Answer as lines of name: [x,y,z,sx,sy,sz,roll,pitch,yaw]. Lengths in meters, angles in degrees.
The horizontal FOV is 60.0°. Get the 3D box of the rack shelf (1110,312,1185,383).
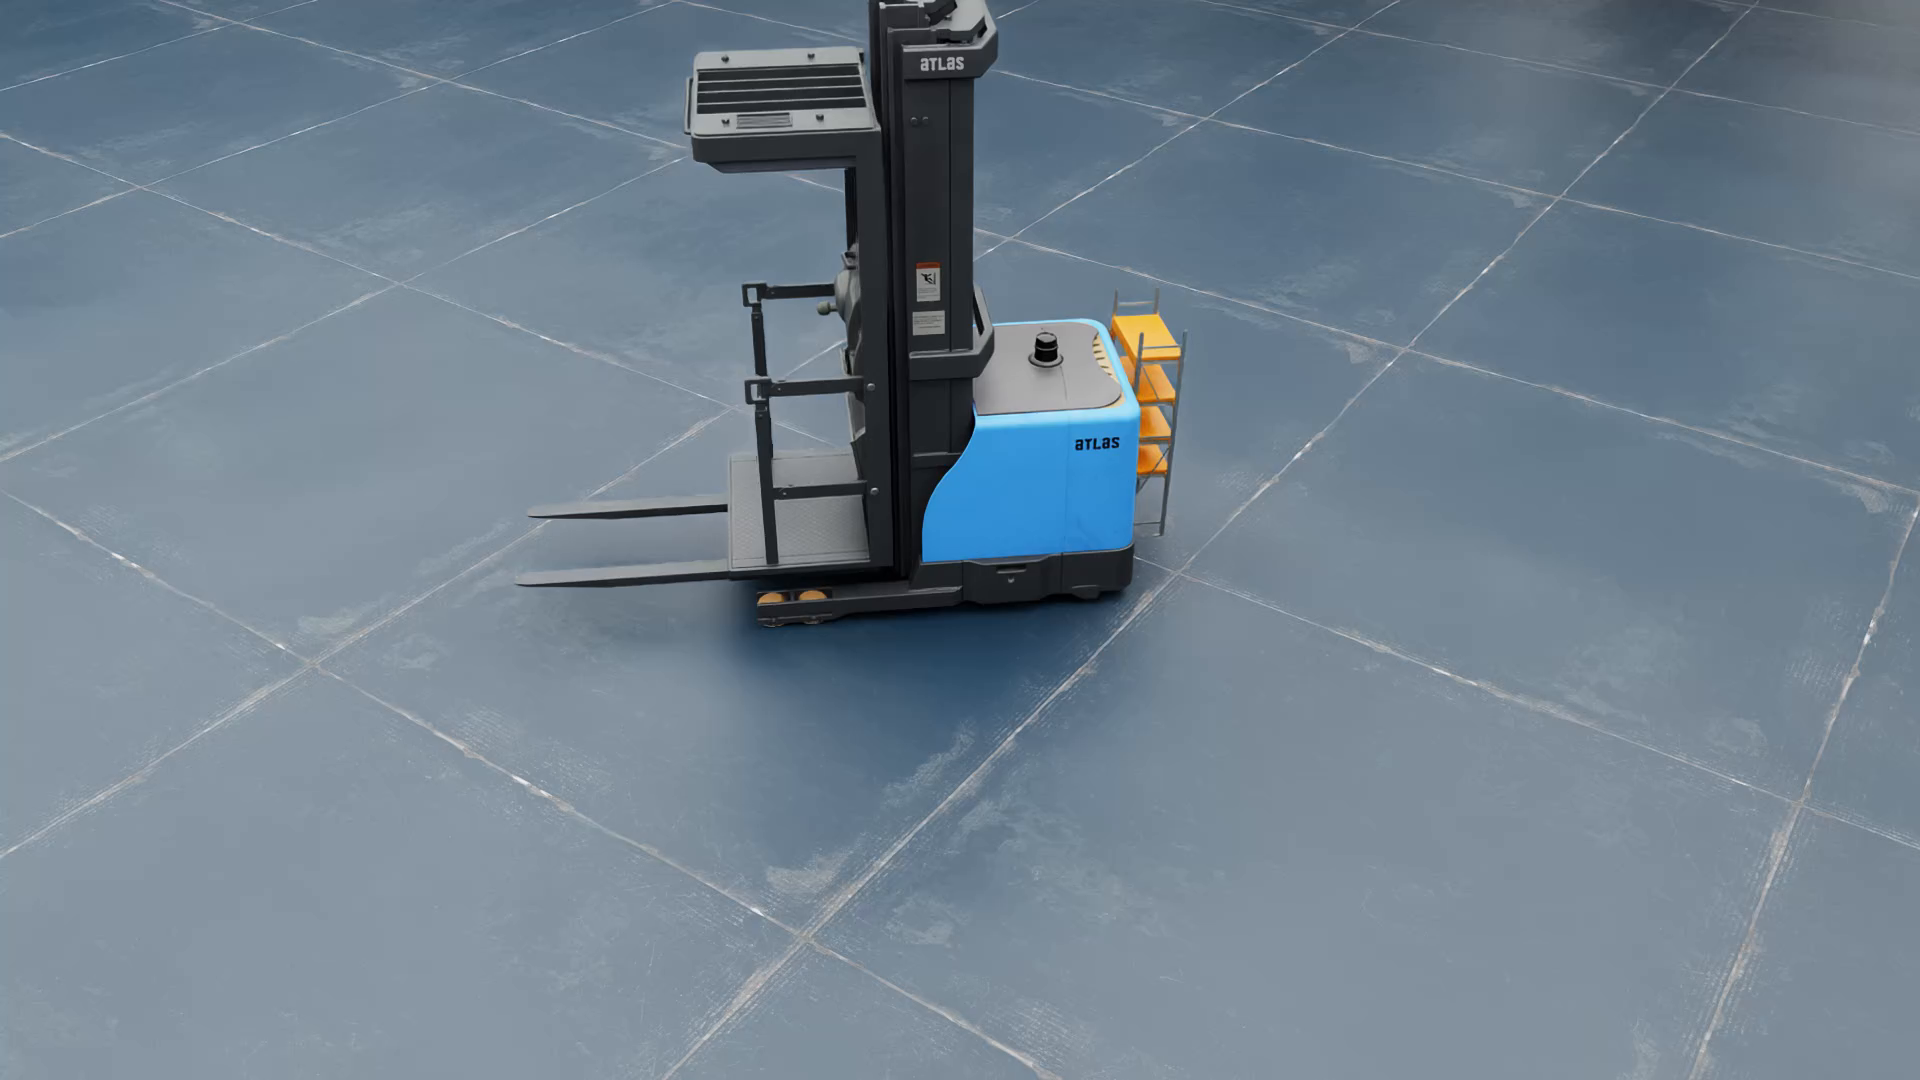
rack shelf: [0.943,-0.978,8.416,0.258,0.148,0.480,-4,34,-9]

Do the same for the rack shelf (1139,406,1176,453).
rack shelf: [0.929,-0.595,8.672,0.258,0.148,0.480,-4,34,-9]

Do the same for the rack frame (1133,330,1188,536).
rack frame: [0.974,-0.516,8.435,0.240,1.200,0.015,-4,34,-9]

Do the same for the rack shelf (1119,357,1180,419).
rack shelf: [0.936,-0.781,8.547,0.258,0.148,0.480,-4,34,-9]

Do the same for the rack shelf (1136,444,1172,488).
rack shelf: [0.923,-0.430,8.782,0.258,0.148,0.480,-4,34,-9]

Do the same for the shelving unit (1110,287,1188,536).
shelving unit: [0.931,-0.651,8.634,0.258,1.200,0.503,-4,34,-9]

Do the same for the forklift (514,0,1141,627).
forklift: [-0.692,-1.103,7.764,3.031,2.935,1.130,-4,34,-6]

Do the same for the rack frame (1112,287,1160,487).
rack frame: [0.889,-0.786,8.833,0.240,1.200,0.015,-4,34,-9]
